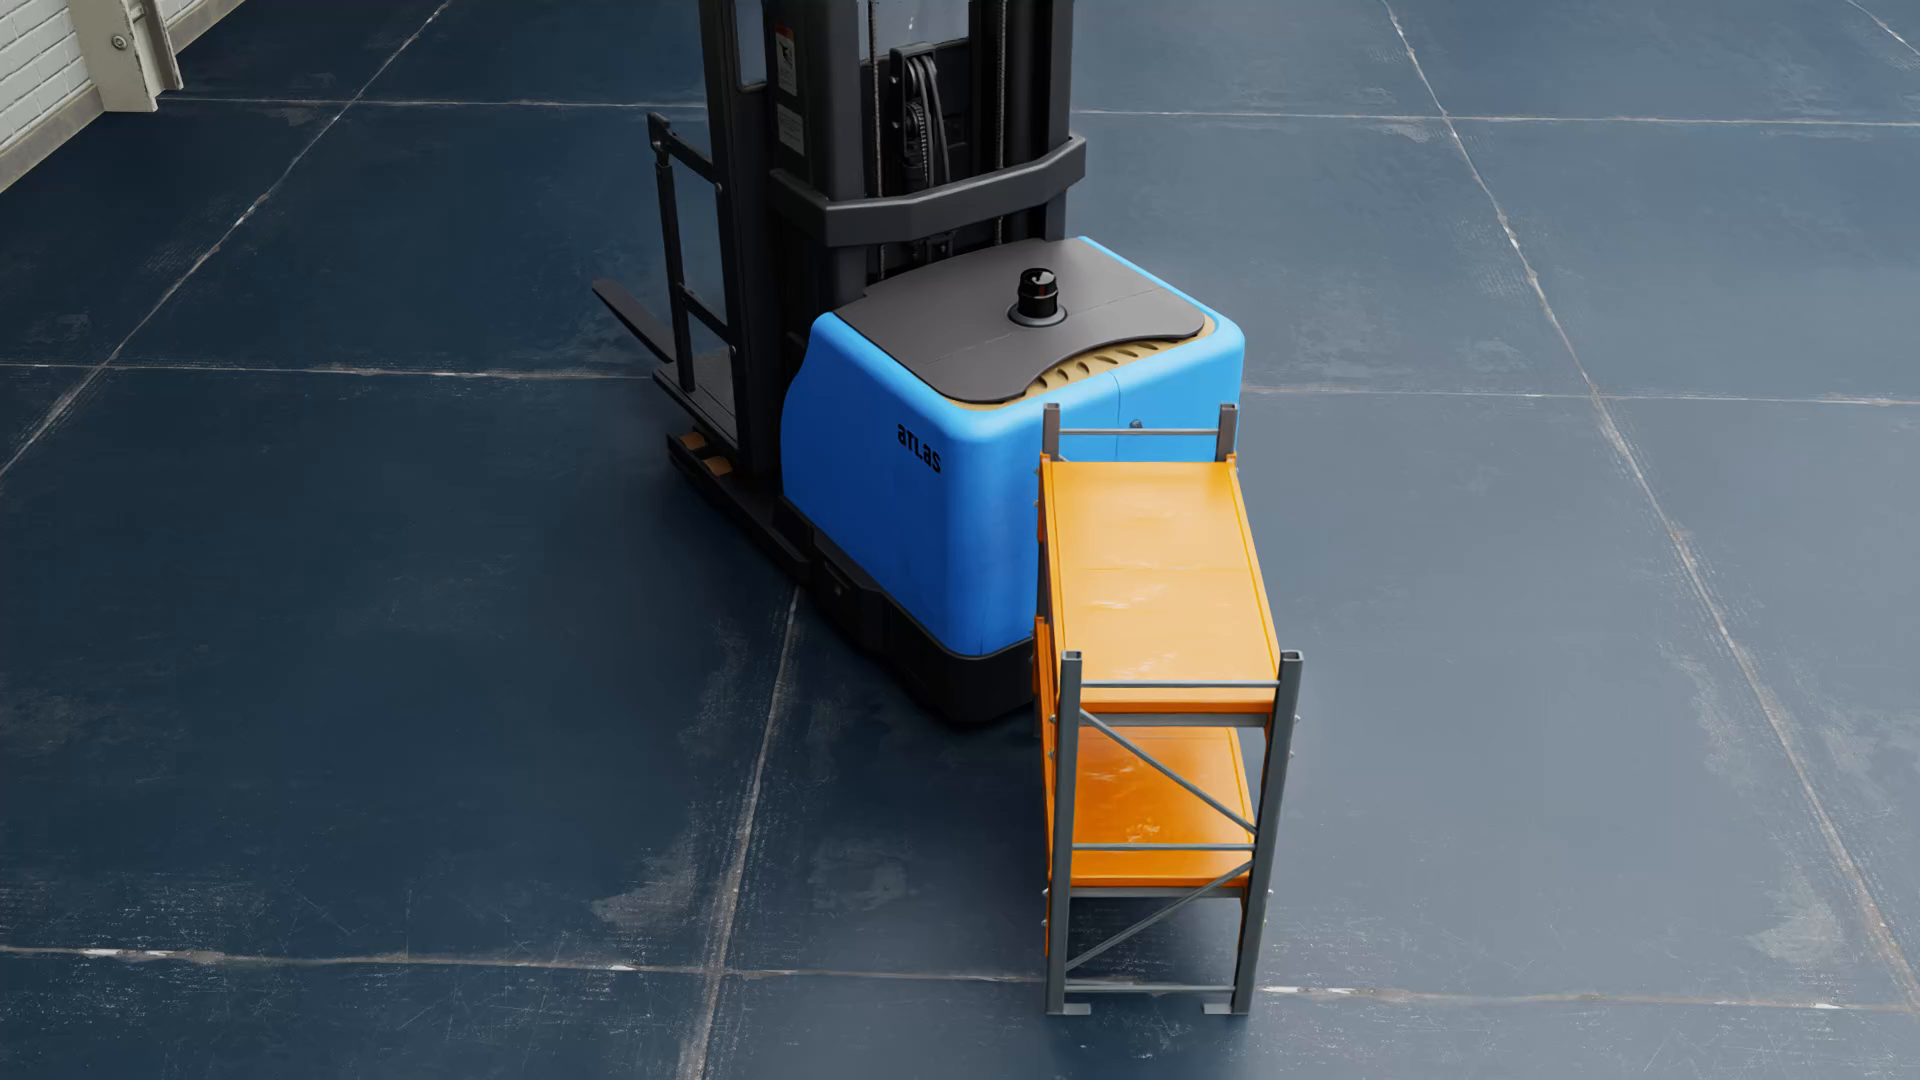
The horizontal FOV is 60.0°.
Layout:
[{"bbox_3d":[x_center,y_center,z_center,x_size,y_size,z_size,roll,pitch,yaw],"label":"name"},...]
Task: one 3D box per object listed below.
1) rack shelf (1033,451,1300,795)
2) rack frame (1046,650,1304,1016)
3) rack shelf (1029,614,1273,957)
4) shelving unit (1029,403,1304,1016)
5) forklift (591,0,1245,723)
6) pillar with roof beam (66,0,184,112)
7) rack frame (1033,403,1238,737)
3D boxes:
[{"bbox_3d":[0.464,0.167,4.024,0.538,0.278,1.000,0,35,0],"label":"rack shelf"},{"bbox_3d":[0.462,0.699,3.777,0.500,1.125,0.032,0,35,0],"label":"rack frame"},{"bbox_3d":[0.464,0.607,4.333,0.538,0.278,1.000,0,35,0],"label":"rack shelf"},{"bbox_3d":[0.464,0.407,4.193,0.538,1.125,1.048,0,35,0],"label":"shelving unit"},{"bbox_3d":[-0.405,-1.472,5.295,1.130,2.935,3.031,-21,40,-27],"label":"forklift"},{"bbox_3d":[-0.246,-6.037,6.514,9.100,9.000,0.400,1,35,2],"label":"pillar with roof beam"},{"bbox_3d":[0.466,0.115,4.609,0.500,1.125,0.032,0,35,0],"label":"rack frame"}]
